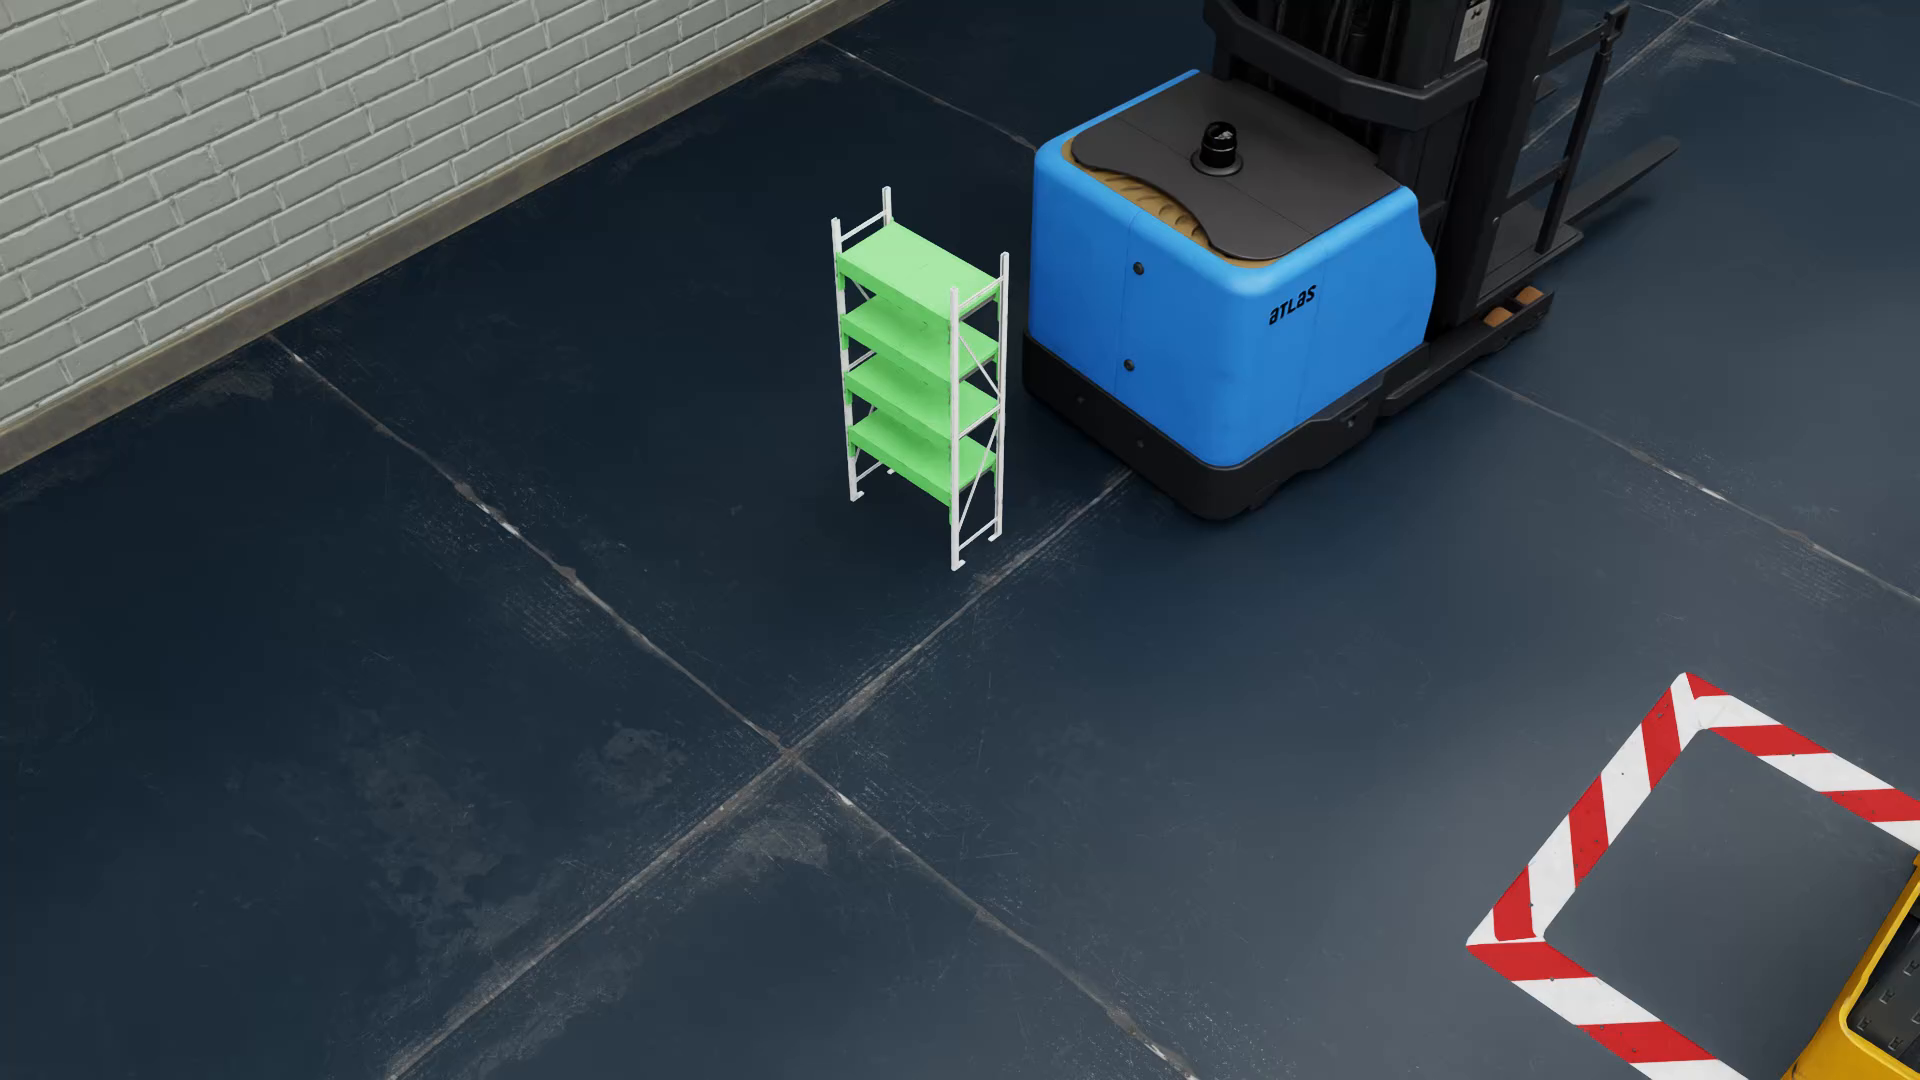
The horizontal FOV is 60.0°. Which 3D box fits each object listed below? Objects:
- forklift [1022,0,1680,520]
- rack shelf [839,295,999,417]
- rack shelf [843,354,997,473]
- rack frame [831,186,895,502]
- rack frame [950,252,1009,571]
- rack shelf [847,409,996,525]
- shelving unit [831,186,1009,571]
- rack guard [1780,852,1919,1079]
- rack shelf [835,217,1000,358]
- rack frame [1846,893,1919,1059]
[{"bbox_3d":[1.678,-1.999,5.617,3.031,2.935,1.130,-32,55,-26],"label":"forklift"},{"bbox_3d":[-0.122,-0.613,5.261,0.480,0.148,0.258,34,55,28],"label":"rack shelf"},{"bbox_3d":[-0.122,-0.449,5.436,0.480,0.148,0.258,34,55,28],"label":"rack shelf"},{"bbox_3d":[-0.301,-0.613,5.503,0.015,1.200,0.240,34,55,28],"label":"rack frame"},{"bbox_3d":[0.058,-0.372,5.276,0.015,1.200,0.240,34,55,28],"label":"rack frame"},{"bbox_3d":[-0.122,-0.285,5.611,0.480,0.148,0.258,34,55,28],"label":"rack shelf"},{"bbox_3d":[-0.122,-0.493,5.389,0.503,1.200,0.258,34,55,28],"label":"shelving unit"},{"bbox_3d":[2.601,1.107,4.368,0.348,0.500,1.175,34,55,28],"label":"rack guard"},{"bbox_3d":[-0.122,-0.777,5.086,0.480,0.148,0.258,34,55,28],"label":"rack shelf"},{"bbox_3d":[2.542,0.216,3.490,0.053,2.616,0.949,34,55,28],"label":"rack frame"}]
